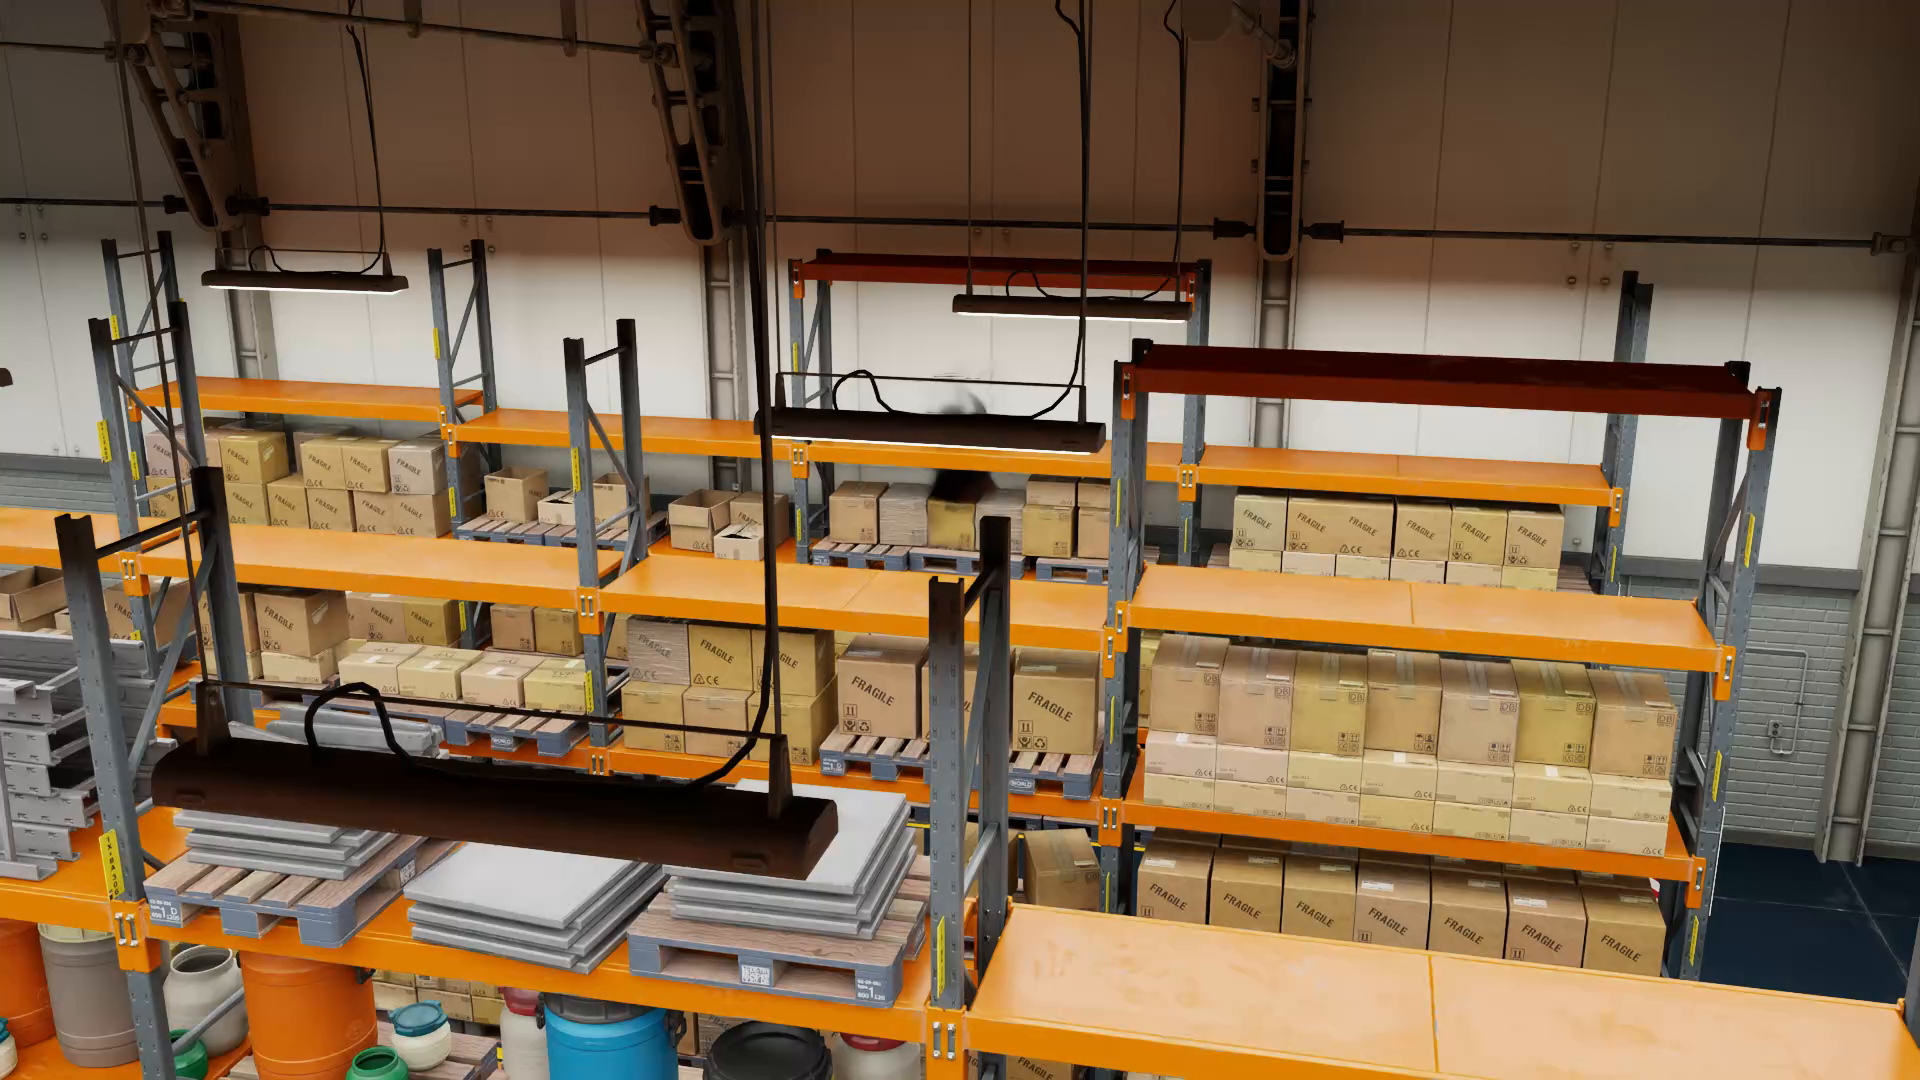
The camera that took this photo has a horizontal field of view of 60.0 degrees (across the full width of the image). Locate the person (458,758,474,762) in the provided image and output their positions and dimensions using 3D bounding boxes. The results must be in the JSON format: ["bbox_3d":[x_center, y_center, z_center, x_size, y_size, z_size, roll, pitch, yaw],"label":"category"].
[{"bbox_3d":[-4.739,2.822,15.892,0.608,1.588,0.516,3,17,10],"label":"person"}]
